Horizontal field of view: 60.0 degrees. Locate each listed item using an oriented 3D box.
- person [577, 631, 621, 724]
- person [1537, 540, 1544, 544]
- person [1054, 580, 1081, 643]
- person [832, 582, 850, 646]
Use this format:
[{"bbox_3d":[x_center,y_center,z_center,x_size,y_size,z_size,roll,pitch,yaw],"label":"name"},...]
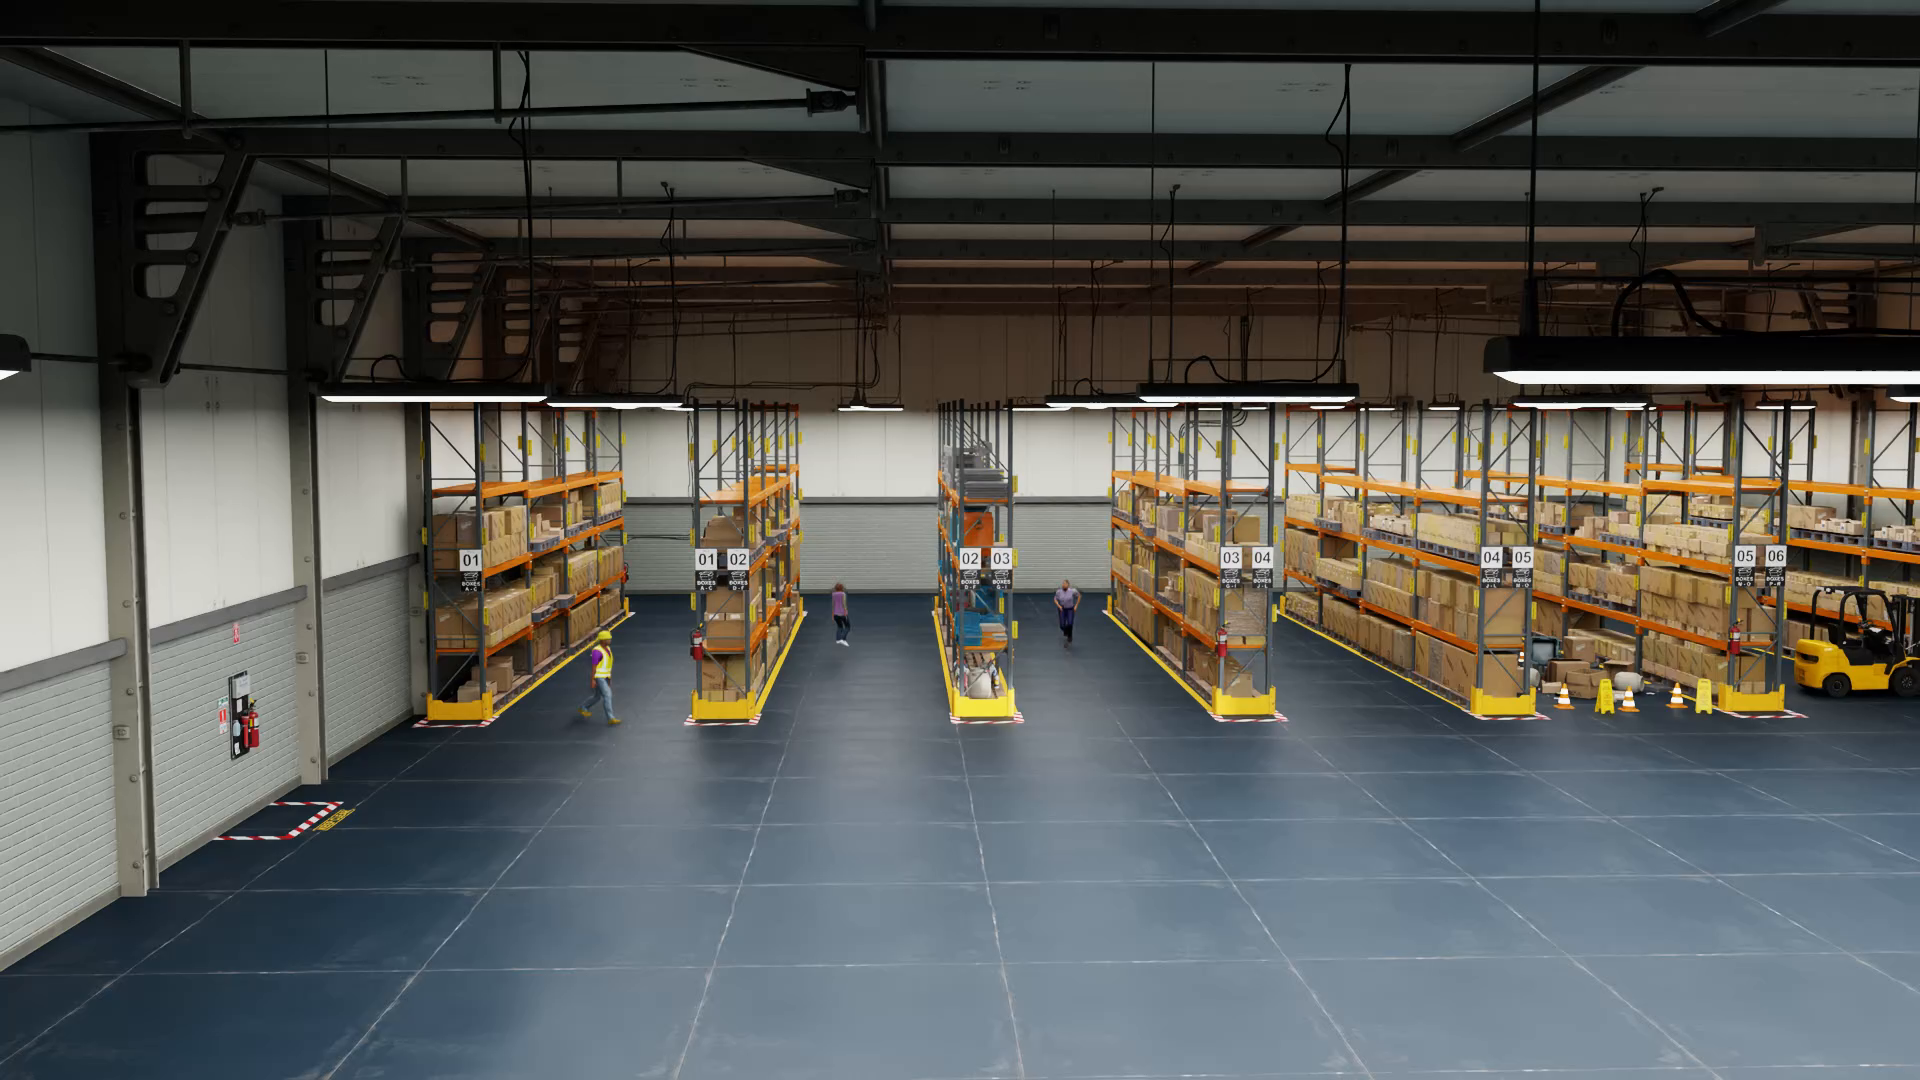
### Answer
[{"bbox_3d":[-6.679,2.531,30.782,1.081,1.719,0.581,2,5,22],"label":"person"},{"bbox_3d":[18.249,0.835,52.348,0.488,1.784,0.582,-2,5,-22],"label":"person"},{"bbox_3d":[2.632,1.729,40.588,0.654,1.560,0.746,1,4,8],"label":"person"},{"bbox_3d":[-2.850,1.810,39.427,0.443,1.408,0.440,1,5,17],"label":"person"}]
